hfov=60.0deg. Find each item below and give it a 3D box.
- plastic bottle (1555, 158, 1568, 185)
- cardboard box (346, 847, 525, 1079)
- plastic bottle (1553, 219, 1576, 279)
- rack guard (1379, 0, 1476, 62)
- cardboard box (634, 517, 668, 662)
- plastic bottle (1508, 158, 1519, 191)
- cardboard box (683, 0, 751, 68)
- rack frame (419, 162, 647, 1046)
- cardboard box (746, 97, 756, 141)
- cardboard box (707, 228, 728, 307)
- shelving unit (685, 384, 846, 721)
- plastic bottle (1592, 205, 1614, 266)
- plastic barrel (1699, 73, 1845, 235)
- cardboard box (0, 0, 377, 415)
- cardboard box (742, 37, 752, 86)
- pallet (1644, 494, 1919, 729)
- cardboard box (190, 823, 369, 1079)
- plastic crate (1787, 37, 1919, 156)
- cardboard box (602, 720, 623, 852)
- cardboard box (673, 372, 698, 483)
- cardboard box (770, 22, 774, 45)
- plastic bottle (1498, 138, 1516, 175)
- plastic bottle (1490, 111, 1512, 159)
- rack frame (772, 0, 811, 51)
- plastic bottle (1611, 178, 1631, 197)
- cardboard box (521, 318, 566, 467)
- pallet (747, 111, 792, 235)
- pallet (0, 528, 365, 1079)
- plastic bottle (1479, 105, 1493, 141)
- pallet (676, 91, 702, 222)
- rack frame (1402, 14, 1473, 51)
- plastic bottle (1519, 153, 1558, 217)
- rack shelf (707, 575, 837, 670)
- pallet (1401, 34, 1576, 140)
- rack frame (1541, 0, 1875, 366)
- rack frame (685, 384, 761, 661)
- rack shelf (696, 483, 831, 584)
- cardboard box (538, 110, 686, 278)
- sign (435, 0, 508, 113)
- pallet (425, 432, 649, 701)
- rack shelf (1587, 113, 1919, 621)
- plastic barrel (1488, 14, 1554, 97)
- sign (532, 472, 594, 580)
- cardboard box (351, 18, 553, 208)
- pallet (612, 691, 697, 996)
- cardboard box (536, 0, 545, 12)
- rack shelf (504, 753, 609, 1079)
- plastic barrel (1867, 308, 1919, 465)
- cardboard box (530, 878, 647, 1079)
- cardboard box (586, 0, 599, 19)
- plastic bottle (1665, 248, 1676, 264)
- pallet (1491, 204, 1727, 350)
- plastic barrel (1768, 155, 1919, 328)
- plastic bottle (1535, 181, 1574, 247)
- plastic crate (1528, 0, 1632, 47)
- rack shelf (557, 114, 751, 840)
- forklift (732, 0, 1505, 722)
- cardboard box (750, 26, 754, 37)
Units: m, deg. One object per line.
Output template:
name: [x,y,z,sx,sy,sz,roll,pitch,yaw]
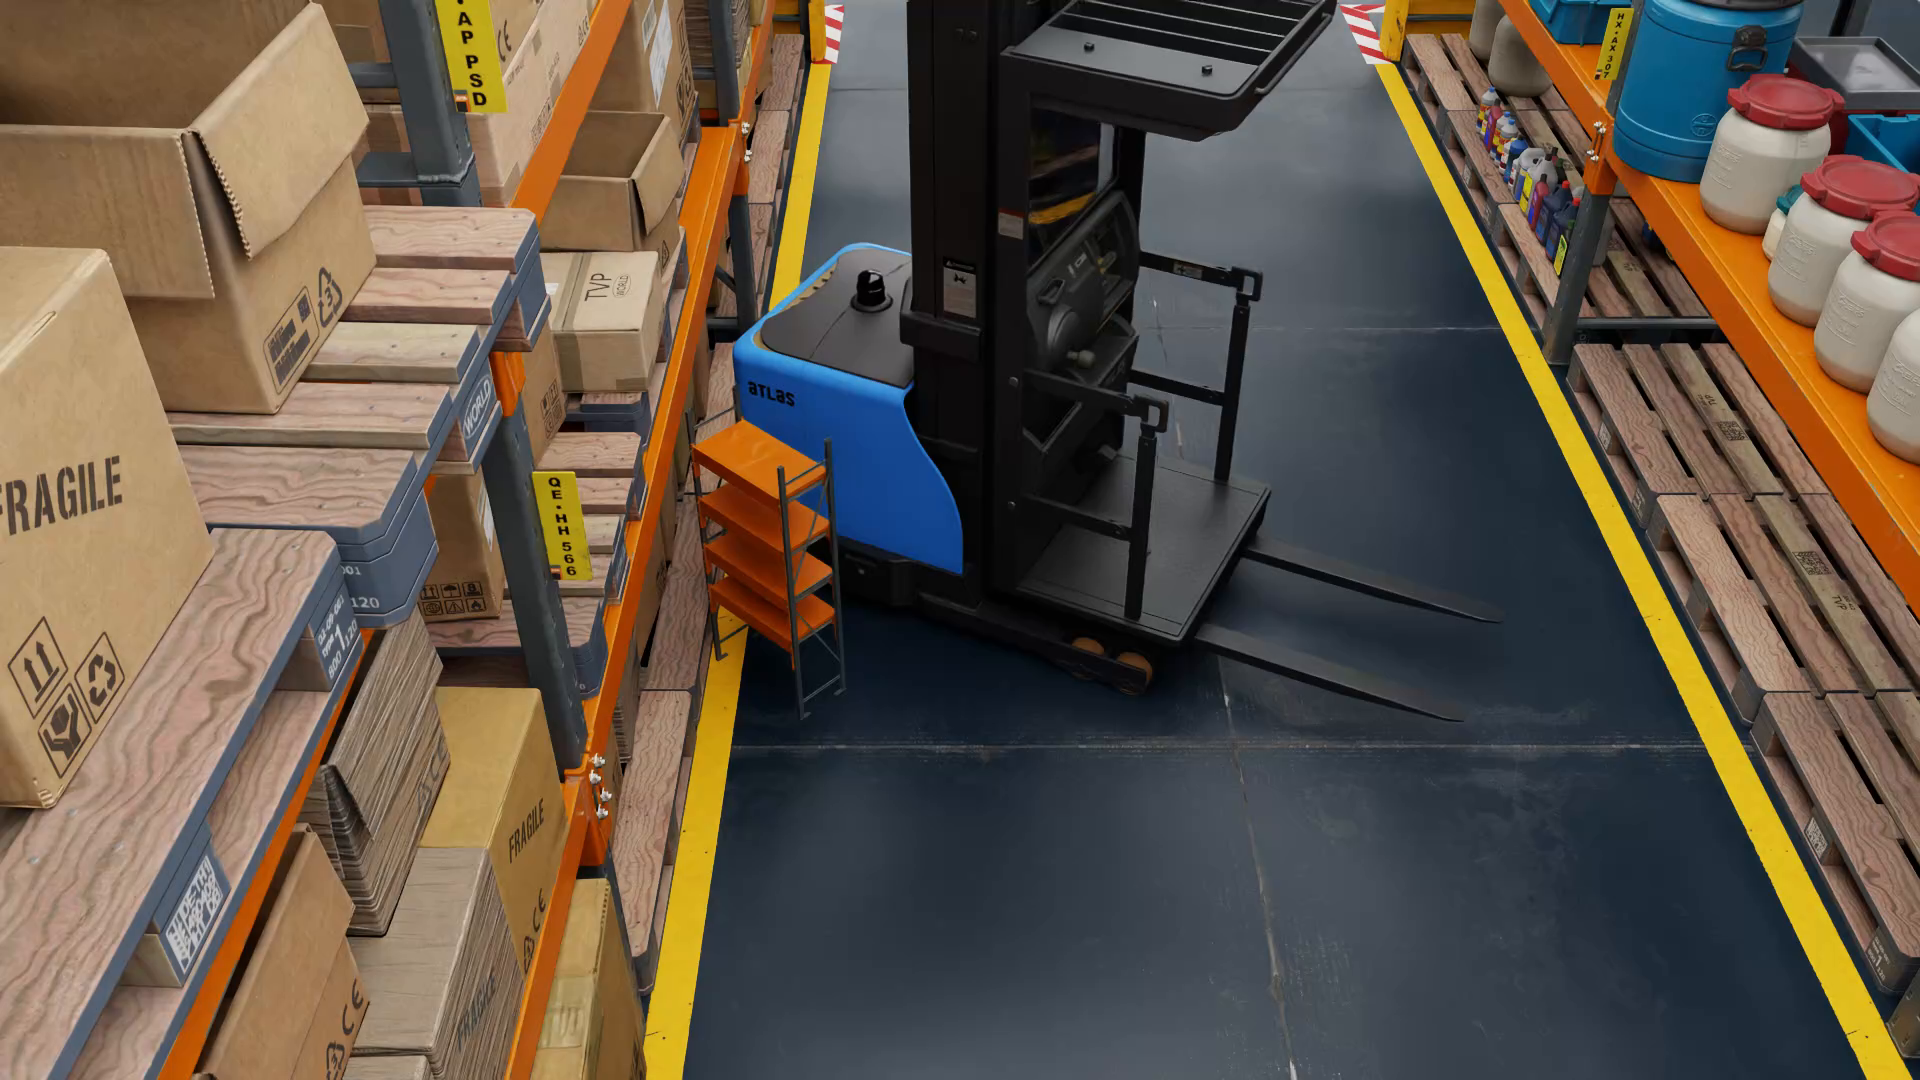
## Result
plastic bottle: [3.261,-1.933,9.084,0.061,0.283,0.133,0,39,0]
cardboard box: [-1.257,1.005,3.517,0.500,0.500,0.500,0,39,0]
plastic bottle: [3.118,-1.493,8.535,0.061,0.283,0.133,2,39,2]
rack guard: [3.491,-3.559,11.292,1.175,0.500,0.348,0,39,0]
cardboard box: [-1.542,0.108,6.364,0.700,0.500,0.500,3,39,4]
plastic bottle: [3.135,-2.060,9.308,0.097,0.201,0.097,0,39,0]
cardboard box: [-1.443,-2.514,7.670,0.875,0.500,0.500,0,39,0]
rack frame: [-1.500,0.424,4.322,1.000,3.000,0.127,0,39,0]
cardboard box: [-1.508,-2.611,9.773,0.500,0.500,0.500,3,39,4]
cardboard box: [-1.465,-1.516,8.406,0.500,0.500,0.500,-1,39,-1]
shelving unit: [-0.712,0.065,6.209,0.503,1.200,0.258,31,48,32]
plastic bottle: [3.304,-1.621,8.641,0.144,0.351,0.185,0,39,0]
plastic barrel: [3.230,-1.535,6.659,0.433,0.535,0.433,0,39,0]
cardboard box: [-1.427,-0.569,2.744,0.797,0.503,0.637,2,39,3]
cardboard box: [-1.191,-2.270,7.885,0.380,0.149,0.250,0,39,0]
pallet: [3.492,0.263,6.753,1.003,0.211,1.213,0,39,0]
cardboard box: [-1.517,0.859,2.898,0.797,0.503,0.637,1,39,1]
plastic crate: [3.755,-1.803,7.050,0.402,0.464,0.583,0,39,0]
cardboard box: [-1.521,0.809,5.489,0.700,0.500,0.500,-2,39,-2]
cardboard box: [-1.544,-0.591,7.236,0.700,0.500,0.500,0,39,0]
cardboard box: [-1.525,-3.376,10.728,0.500,0.500,0.500,7,39,8]
plastic bottle: [3.135,-2.189,9.469,0.097,0.201,0.097,0,39,0]
plastic bottle: [3.135,-2.341,9.602,0.097,0.271,0.097,0,39,0]
rack frame: [-1.509,-4.579,10.565,1.000,3.000,0.127,0,39,0]
plastic bottle: [3.714,-2.063,9.251,0.152,0.276,0.135,0,39,0]
cardboard box: [-1.641,-0.465,5.016,0.700,0.500,0.500,5,39,7]
pallet: [-1.545,-2.174,9.794,1.003,0.211,1.213,0,39,0]
pallet: [-1.442,0.429,2.068,1.003,0.211,1.213,2,39,2]
plastic bottle: [3.134,-2.463,9.811,0.097,0.201,0.097,0,39,0]
pallet: [-1.649,-1.524,6.907,1.003,0.211,1.213,0,39,0]
rack frame: [3.444,-4.582,10.569,1.000,3.000,0.127,0,39,0]
plastic bottle: [3.159,-1.943,9.043,0.144,0.351,0.185,0,39,0]
rack shelf: [-0.712,0.272,6.376,0.480,0.148,0.258,31,48,32]
pallet: [3.486,-2.938,10.748,1.003,0.211,1.213,0,39,0]
rack frame: [3.448,-2.081,7.448,1.000,3.000,0.127,0,39,0]
rack frame: [-0.889,-0.040,6.340,0.015,1.200,0.240,31,48,32]
rack shelf: [-0.712,-0.057,6.112,0.480,0.148,0.258,31,48,32]
cardboard box: [-1.410,-1.197,5.927,0.797,0.503,0.637,4,39,5]
sign: [-0.945,-0.974,3.192,0.100,0.325,0.005,0,39,0]
pallet: [-1.607,0.054,4.938,1.213,0.211,1.003,0,39,0]
rack shelf: [3.451,-0.549,6.112,1.077,0.370,4.000,0,39,0]
plastic barrel: [3.522,-3.050,10.311,0.421,0.512,0.421,0,39,0]
sign: [-0.945,-0.030,3.963,0.100,0.325,0.005,0,39,0]
cardboard box: [-1.246,-0.982,3.798,0.500,0.250,0.500,1,39,1]
pallet: [-1.499,1.024,5.804,1.003,0.211,1.213,0,39,0]
cardboard box: [-1.240,-1.592,3.959,0.500,0.500,0.500,0,39,0]
rack shelf: [-1.498,1.956,2.986,1.077,0.370,4.000,0,39,0]
plastic barrel: [3.238,-0.530,5.423,0.421,0.512,0.421,0,39,0]
cardboard box: [-1.520,1.521,4.317,1.225,0.875,0.875,-2,39,-2]
cardboard box: [-1.256,-1.624,4.600,0.500,0.250,0.500,1,39,1]
plastic bottle: [3.752,-1.594,8.660,0.061,0.283,0.133,0,39,0]
pallet: [3.489,-1.413,8.844,1.003,0.211,1.213,0,39,0]
plastic barrel: [3.231,-1.077,6.086,0.433,0.535,0.433,0,39,0]
plastic bottle: [3.159,-1.741,8.791,0.144,0.351,0.185,-2,39,-2]
plastic crate: [3.176,-2.715,8.358,0.499,0.251,0.616,0,39,0]
rack shelf: [-1.502,-0.546,6.108,1.077,0.370,4.000,0,39,0]
forklift: [0.641,-0.921,6.055,3.031,2.935,1.130,18,42,21]
cardboard box: [-1.229,-2.583,8.275,0.380,0.149,0.250,0,39,0]
